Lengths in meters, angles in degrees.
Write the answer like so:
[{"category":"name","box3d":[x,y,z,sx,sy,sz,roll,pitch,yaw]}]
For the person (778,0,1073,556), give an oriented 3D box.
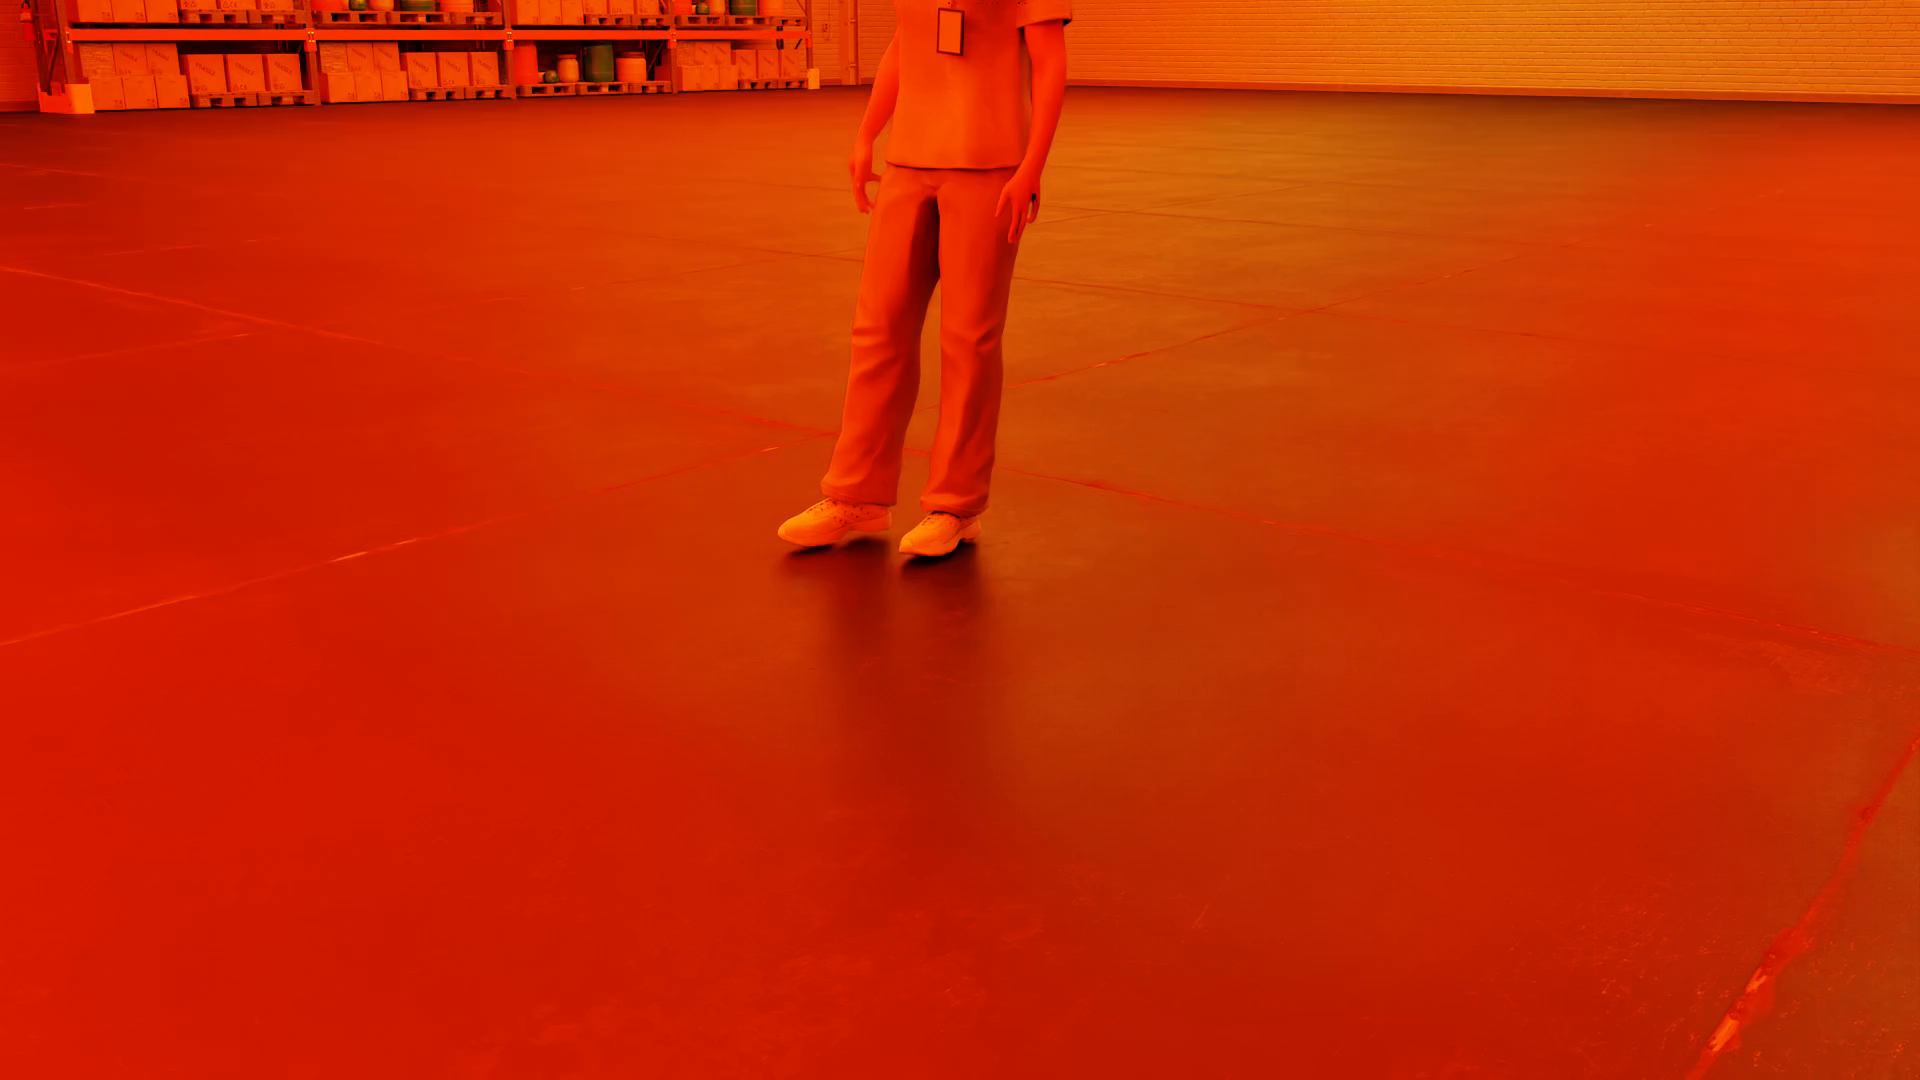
[{"category":"person","box3d":[-0.057,-0.794,3.651,0.550,1.674,0.549,13,21,37]}]
